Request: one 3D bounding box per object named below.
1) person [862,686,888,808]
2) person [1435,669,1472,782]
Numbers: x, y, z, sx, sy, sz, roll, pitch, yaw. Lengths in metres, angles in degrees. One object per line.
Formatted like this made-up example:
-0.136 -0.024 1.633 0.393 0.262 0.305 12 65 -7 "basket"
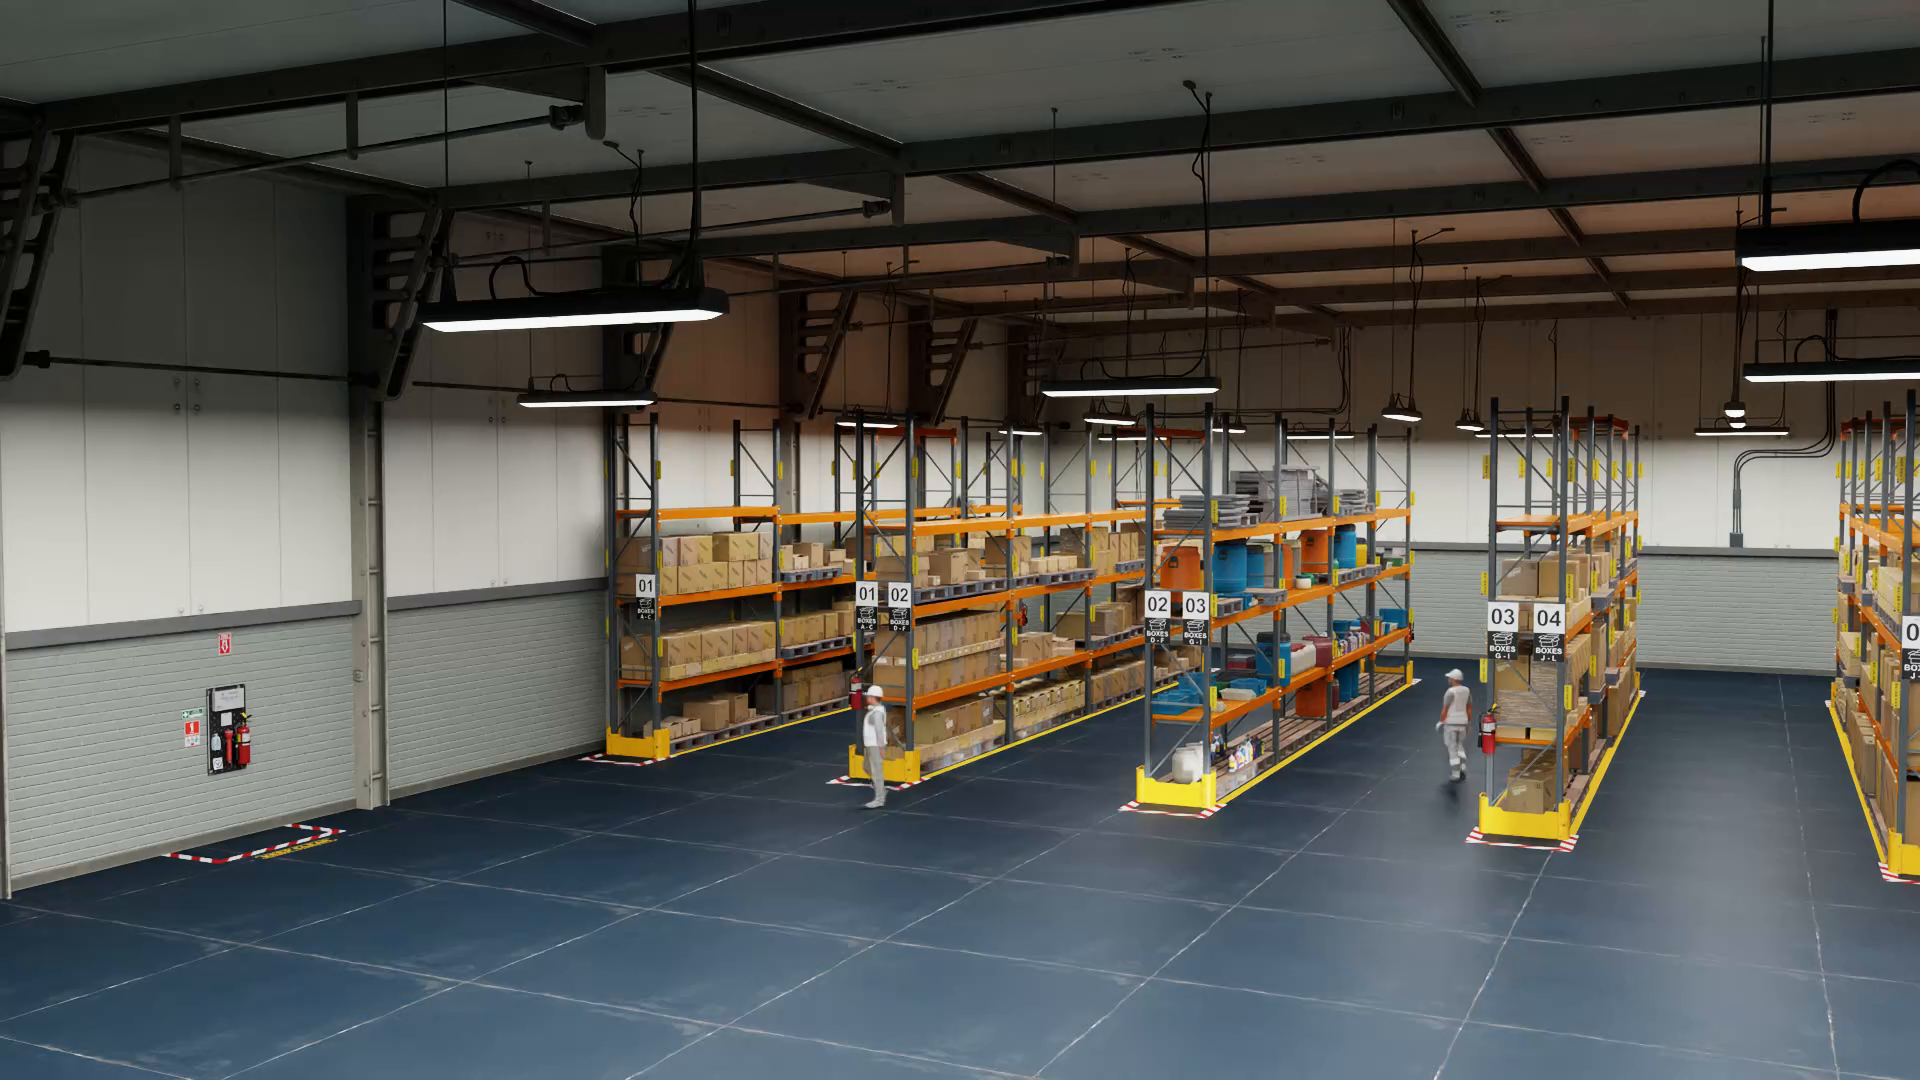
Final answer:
-1.262 3.059 24.790 0.399 1.786 0.583 0 2 -5 "person"
7.948 2.987 26.753 0.579 1.831 0.468 -1 2 -14 "person"
